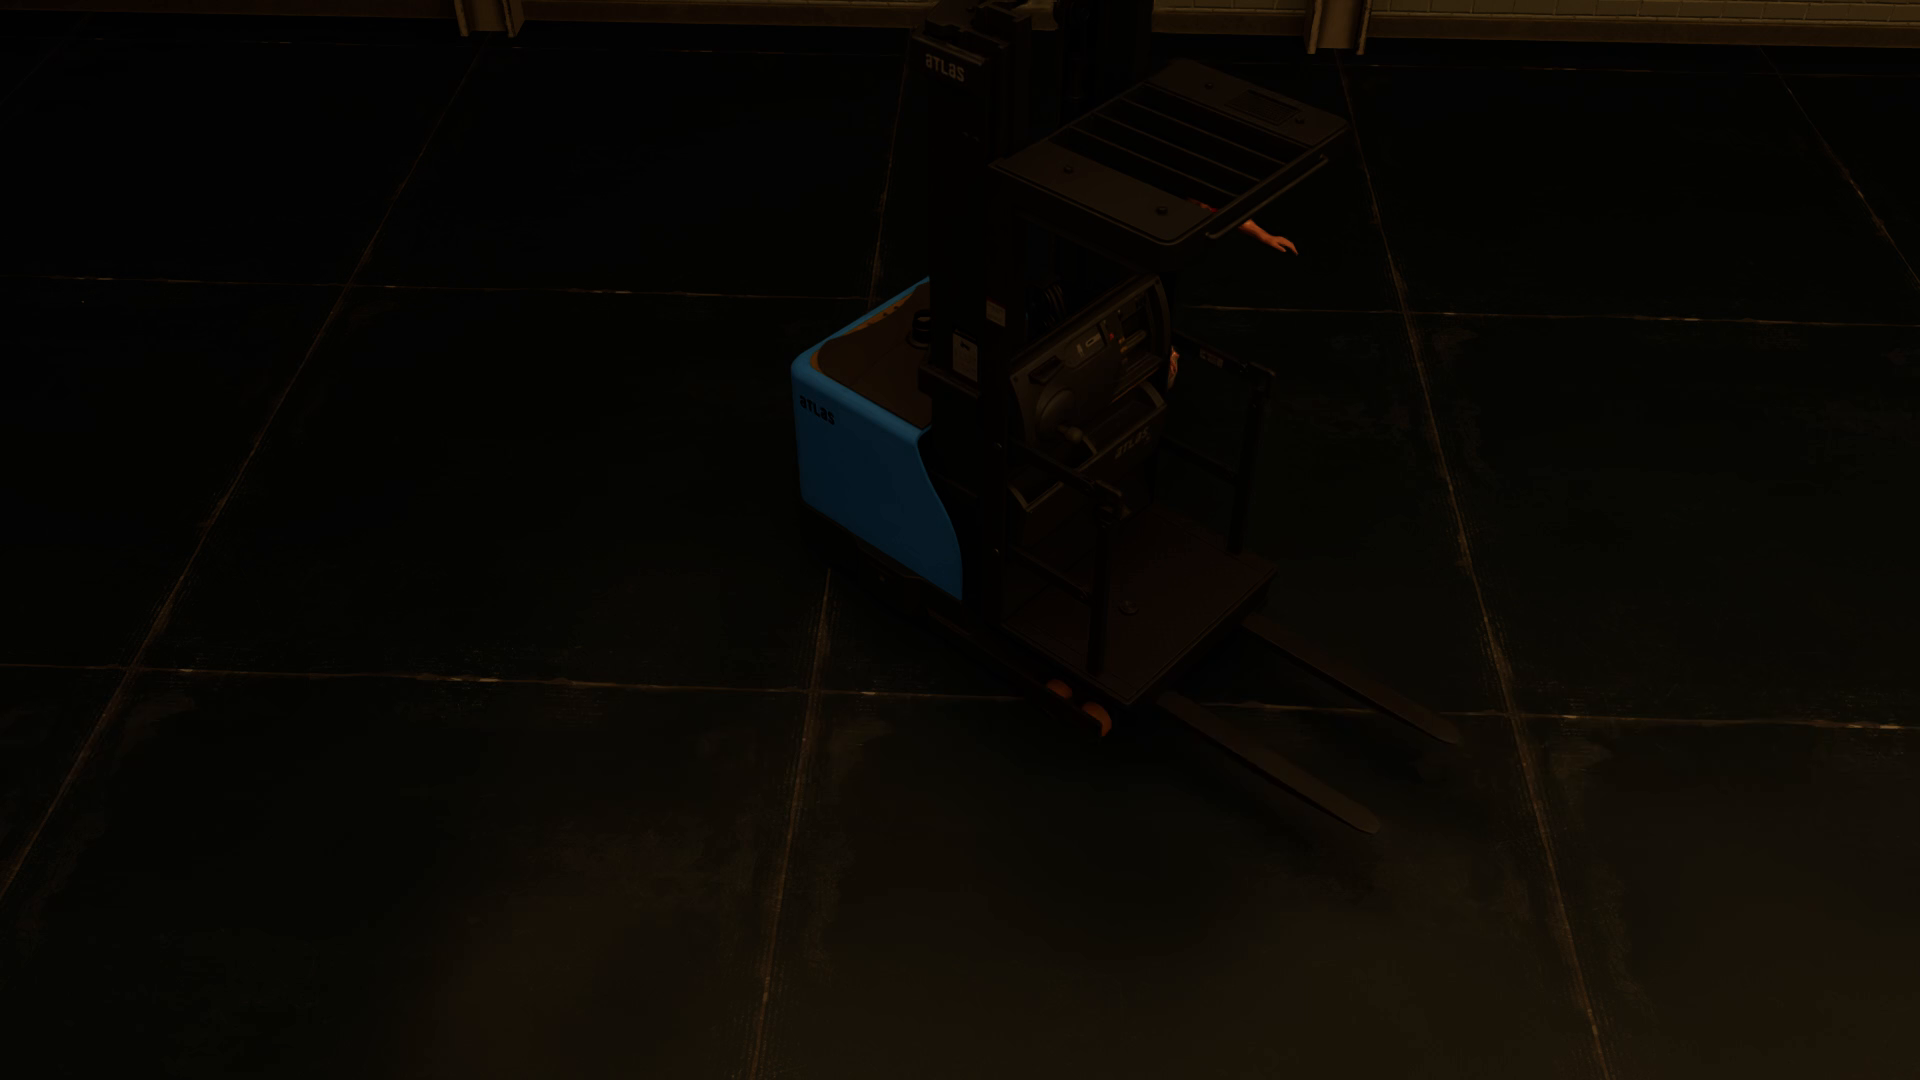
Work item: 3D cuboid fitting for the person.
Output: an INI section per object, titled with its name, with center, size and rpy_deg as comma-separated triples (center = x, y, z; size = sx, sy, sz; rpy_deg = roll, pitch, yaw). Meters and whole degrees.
[person]
center = 0.951, -0.977, 7.902
size = 0.915, 1.480, 1.293
rpy_deg = 19, 46, 20

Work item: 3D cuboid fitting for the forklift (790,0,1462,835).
[forklift]
center = 0.681, -0.641, 6.445
size = 3.031, 2.935, 1.130
rpy_deg = 31, 51, 30
